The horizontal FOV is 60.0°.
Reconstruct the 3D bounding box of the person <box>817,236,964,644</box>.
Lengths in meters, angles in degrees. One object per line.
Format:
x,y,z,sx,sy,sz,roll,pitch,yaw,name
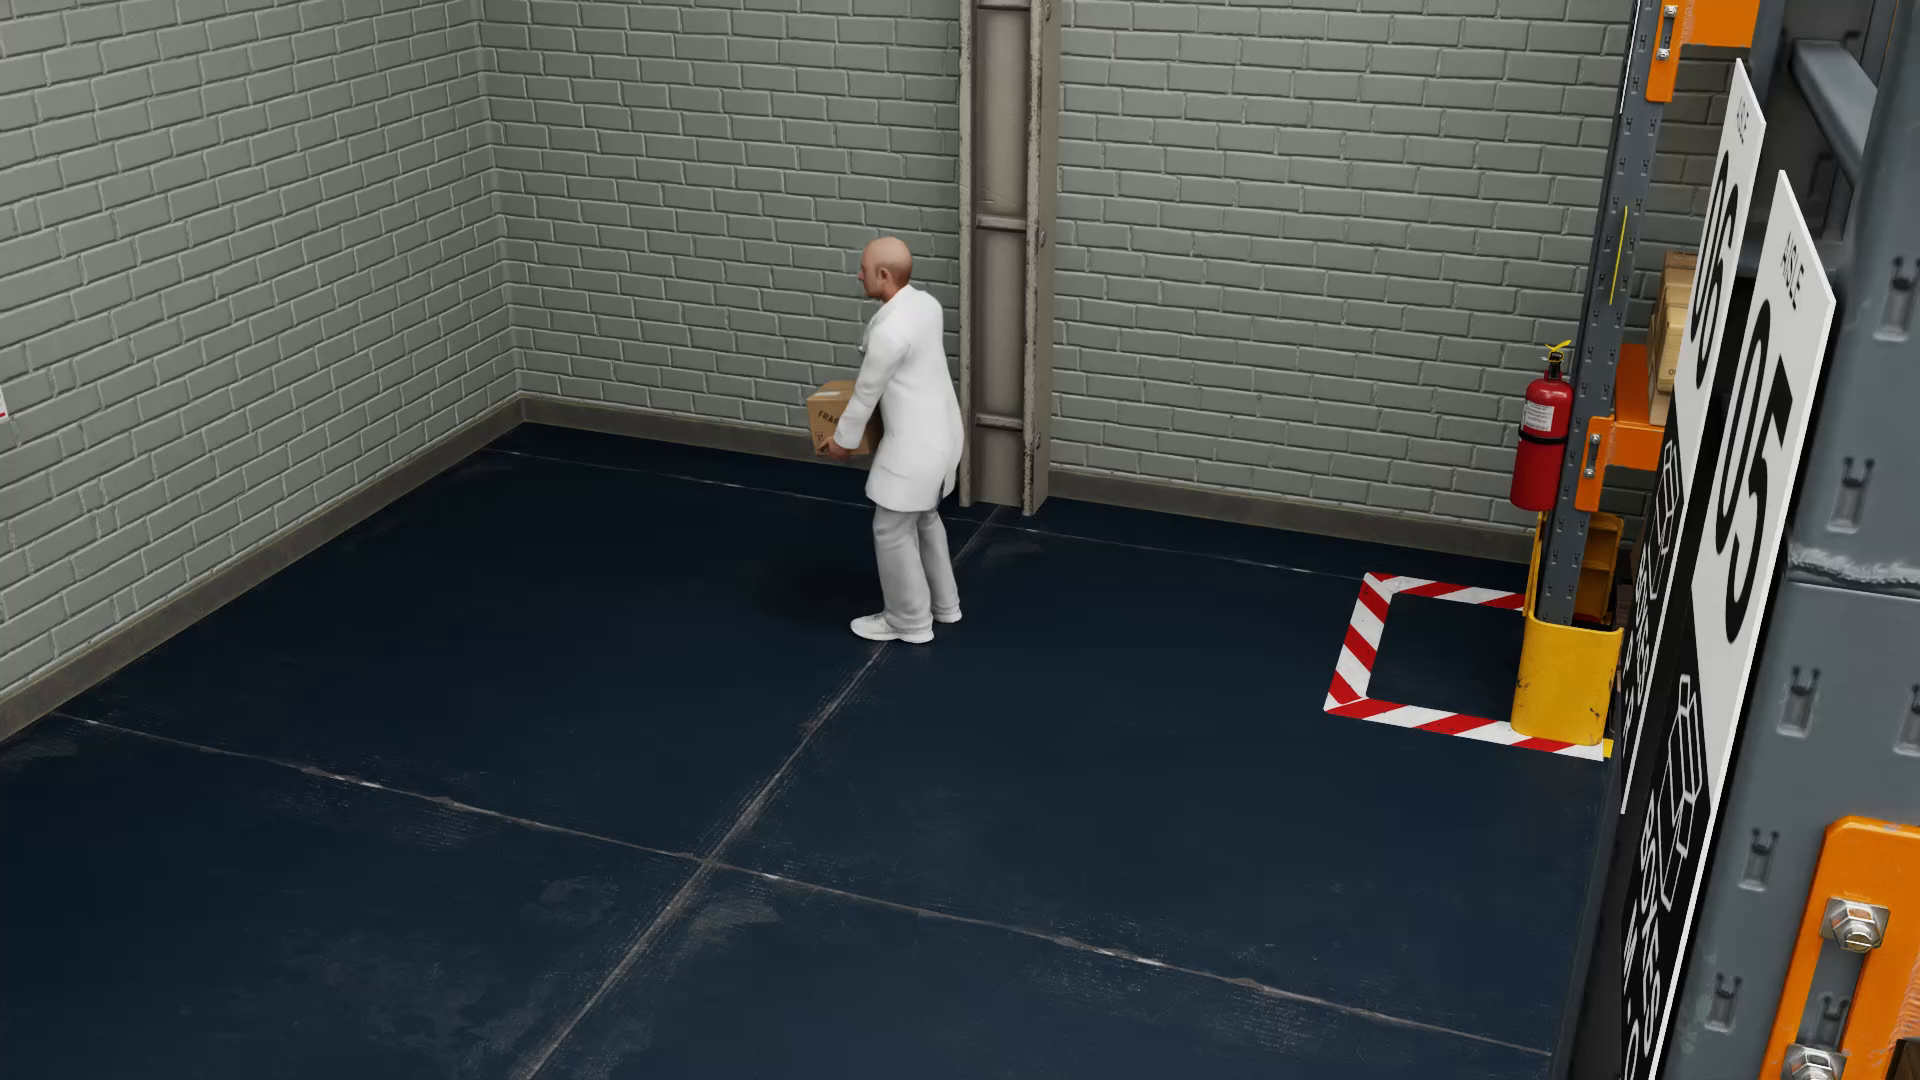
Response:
-0.284,-0.417,7.027,0.582,1.767,0.532,8,27,17,person
